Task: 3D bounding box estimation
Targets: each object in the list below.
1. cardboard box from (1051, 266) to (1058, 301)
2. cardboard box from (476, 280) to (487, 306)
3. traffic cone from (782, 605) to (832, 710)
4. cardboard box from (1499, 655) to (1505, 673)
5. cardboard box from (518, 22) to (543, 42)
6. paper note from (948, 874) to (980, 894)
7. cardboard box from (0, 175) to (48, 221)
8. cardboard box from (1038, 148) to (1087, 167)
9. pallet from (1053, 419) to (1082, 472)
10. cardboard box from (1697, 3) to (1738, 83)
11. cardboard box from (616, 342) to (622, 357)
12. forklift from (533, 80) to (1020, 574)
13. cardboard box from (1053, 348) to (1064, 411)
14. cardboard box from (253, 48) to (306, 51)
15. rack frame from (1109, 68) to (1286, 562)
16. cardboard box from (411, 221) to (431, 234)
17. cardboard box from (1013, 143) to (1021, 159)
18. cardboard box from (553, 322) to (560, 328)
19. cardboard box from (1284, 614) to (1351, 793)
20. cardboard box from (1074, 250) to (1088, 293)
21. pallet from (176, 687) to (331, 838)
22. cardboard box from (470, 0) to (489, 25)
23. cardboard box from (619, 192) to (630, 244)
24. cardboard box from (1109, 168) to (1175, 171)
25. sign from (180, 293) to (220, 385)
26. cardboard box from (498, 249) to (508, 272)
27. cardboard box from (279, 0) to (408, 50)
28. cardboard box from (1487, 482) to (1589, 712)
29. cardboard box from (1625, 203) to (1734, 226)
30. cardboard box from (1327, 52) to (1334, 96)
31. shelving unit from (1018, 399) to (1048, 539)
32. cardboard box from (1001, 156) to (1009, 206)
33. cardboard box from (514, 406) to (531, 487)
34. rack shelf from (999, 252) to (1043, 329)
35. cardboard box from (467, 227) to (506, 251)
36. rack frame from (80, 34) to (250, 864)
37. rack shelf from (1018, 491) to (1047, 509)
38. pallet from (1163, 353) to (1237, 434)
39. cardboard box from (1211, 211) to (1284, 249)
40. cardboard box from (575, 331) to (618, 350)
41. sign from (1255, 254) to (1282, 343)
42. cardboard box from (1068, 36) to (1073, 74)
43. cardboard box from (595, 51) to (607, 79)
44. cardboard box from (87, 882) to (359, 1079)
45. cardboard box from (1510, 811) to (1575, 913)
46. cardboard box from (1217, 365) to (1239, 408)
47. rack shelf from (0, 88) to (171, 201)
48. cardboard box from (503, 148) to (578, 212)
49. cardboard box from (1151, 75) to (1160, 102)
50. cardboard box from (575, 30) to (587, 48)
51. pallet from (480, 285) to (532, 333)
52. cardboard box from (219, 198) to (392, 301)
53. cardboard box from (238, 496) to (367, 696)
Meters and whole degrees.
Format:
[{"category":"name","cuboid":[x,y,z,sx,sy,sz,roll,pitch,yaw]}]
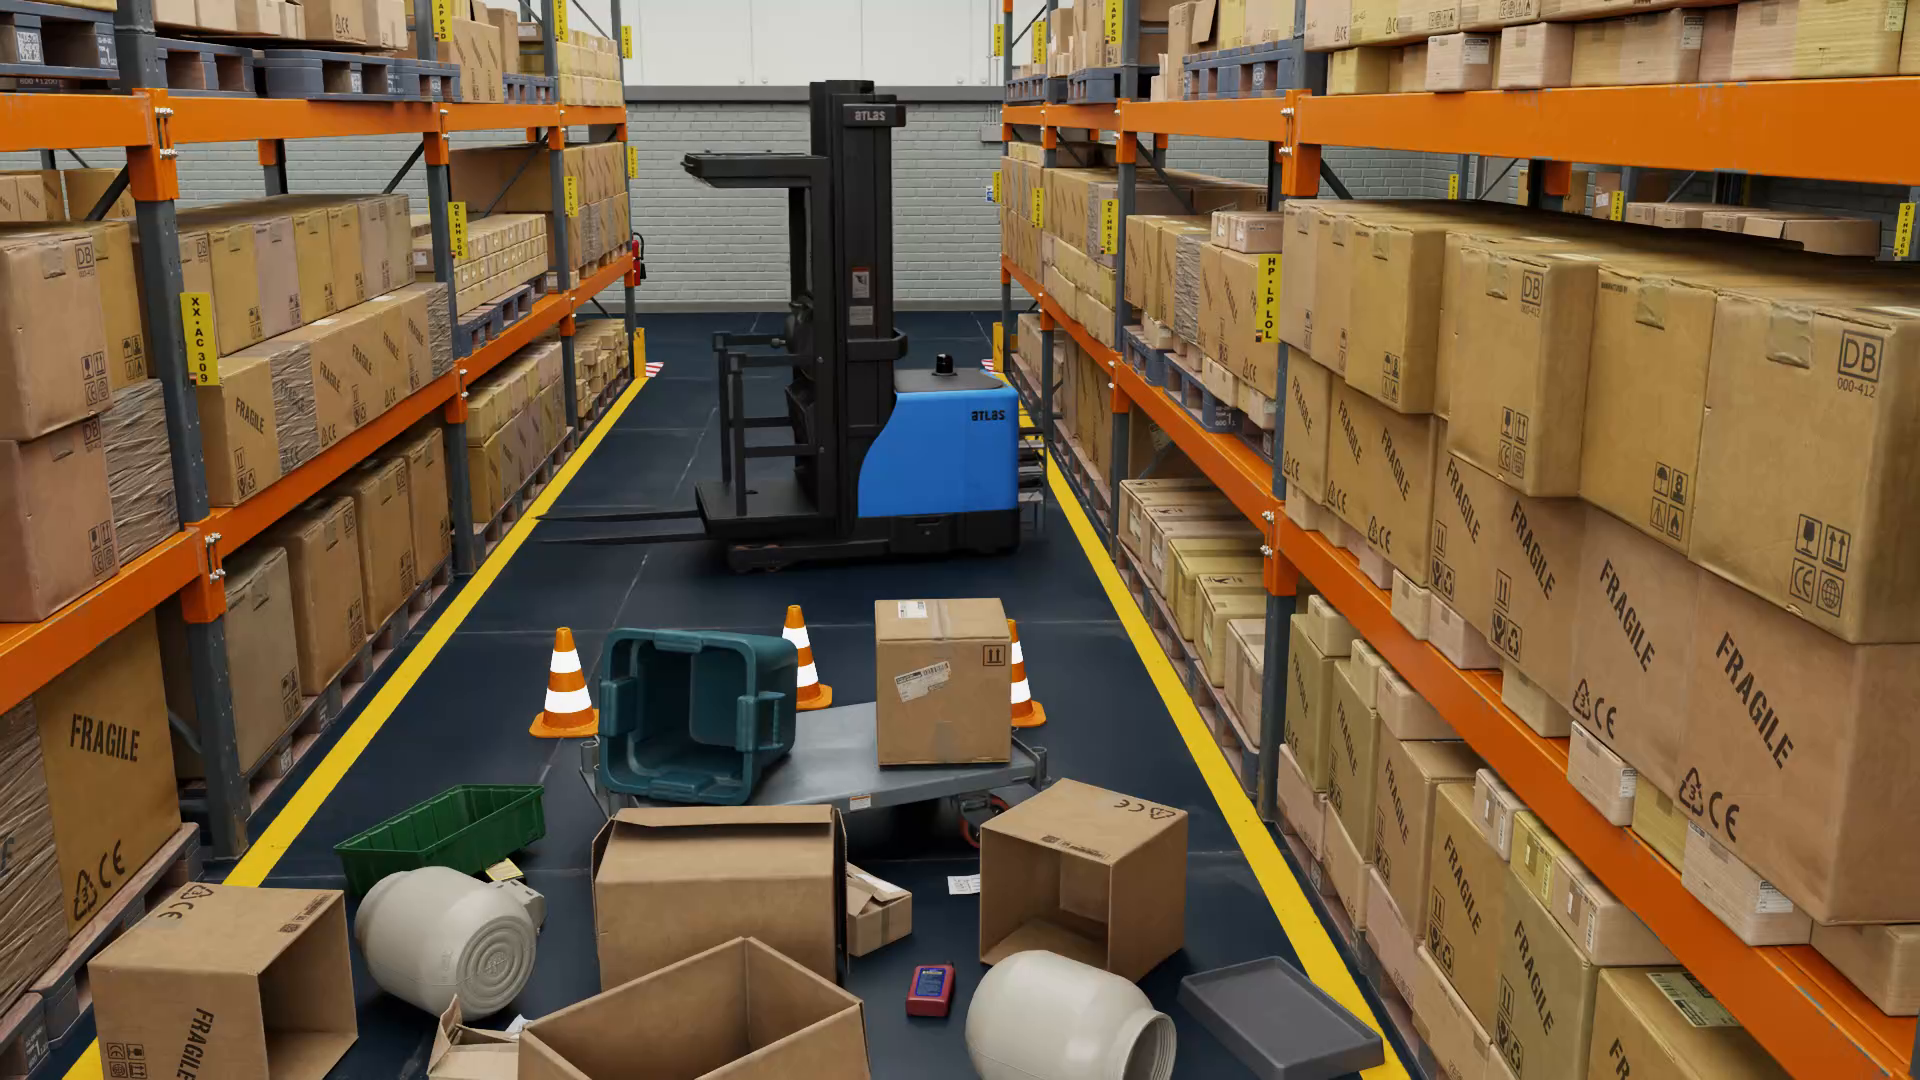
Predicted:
[{"category":"cardboard box","cuboid":[1.004,-2.017,13.146,0.500,0.250,0.500,-1,14,-5]},{"category":"cardboard box","cuboid":[-3.358,-1.632,11.012,0.380,0.149,0.250,0,14,-1]},{"category":"traffic cone","cuboid":[-0.788,0.543,7.986,0.336,0.463,0.334,-1,14,-3]},{"category":"cardboard box","cuboid":[1.639,0.304,4.328,0.380,0.149,0.250,-1,14,-3]},{"category":"cardboard box","cuboid":[-3.504,-4.121,13.502,0.380,0.149,0.250,-1,14,-4]},{"category":"paper note","cuboid":[0.033,1.254,6.091,0.148,0.019,0.142,-1,14,-3]},{"category":"cardboard box","cuboid":[-8.518,-2.988,14.819,0.500,0.500,0.500,-1,14,-5]},{"category":"cardboard box","cuboid":[0.870,-3.250,14.129,0.380,0.149,0.250,-1,14,-5]},{"category":"pallet","cuboid":[1.330,-0.790,13.674,1.003,0.211,1.213,-1,14,-3]},{"category":"cardboard box","cuboid":[1.669,-0.955,3.201,0.380,0.149,0.250,-1,14,-3]},{"category":"cardboard box","cuboid":[-3.624,-1.935,16.811,0.380,0.149,0.250,-1,15,-6]},{"category":"forklift","cuboid":[-1.187,-1.357,10.420,3.031,2.935,1.130,-3,15,-13]},{"category":"cardboard box","cuboid":[1.275,-1.452,14.949,0.875,0.438,0.875,-1,14,-4]},{"category":"cardboard box","cuboid":[-3.654,-2.713,8.667,0.500,0.311,0.500,-1,14,-3]},{"category":"rack frame","cuboid":[1.455,-1.337,10.202,1.000,3.000,0.127,-1,14,-3]},{"category":"cardboard box","cuboid":[-4.112,-2.300,12.412,0.380,0.149,0.250,-1,14,-4]},{"category":"cardboard box","cuboid":[0.728,-3.885,16.597,0.380,0.149,0.250,-1,14,-5]},{"category":"cardboard box","cuboid":[-4.145,-2.133,16.983,0.380,0.149,0.250,-1,14,-2]},{"category":"cardboard box","cuboid":[1.470,0.574,5.946,0.500,0.500,0.500,0,14,-1]},{"category":"cardboard box","cuboid":[1.084,-1.877,11.600,0.500,0.250,0.500,-1,14,-5]},{"category":"pallet","cuboid":[-3.355,0.919,7.030,1.003,0.211,1.213,-1,14,-3]},{"category":"cardboard box","cuboid":[-3.763,-3.550,11.734,0.797,0.503,0.637,-1,14,-4]},{"category":"cardboard box","cuboid":[-3.690,-3.309,17.072,0.500,0.500,0.500,-1,14,-2]},{"category":"cardboard box","cuboid":[1.485,-2.757,13.514,0.500,0.500,0.500,0,14,-2]},{"category":"sign","cuboid":[-2.678,-0.707,5.858,0.100,0.325,0.005,-1,14,-3]},{"category":"cardboard box","cuboid":[-3.411,-1.972,11.734,0.380,0.149,0.250,0,14,-1]},{"category":"cardboard box","cuboid":[-3.115,-2.641,8.387,0.500,0.311,0.500,-1,14,-3]},{"category":"cardboard box","cuboid":[1.588,0.081,3.896,0.500,0.500,0.500,-1,14,-4]},{"category":"cardboard box","cuboid":[5.968,-2.537,13.824,0.700,0.500,0.500,-1,14,-2]},{"category":"cardboard box","cuboid":[1.475,-1.591,5.674,0.380,0.149,0.250,-1,14,-4]},{"category":"shelving unit","cuboid":[0.430,-0.465,11.030,0.258,0.900,0.210,-4,15,-14]},{"category":"cardboard box","cuboid":[0.705,-3.735,17.317,0.500,0.500,0.500,-1,14,-5]},{"category":"cardboard box","cuboid":[-3.340,-0.660,11.747,0.500,0.500,0.500,-1,14,-5]},{"category":"rack shelf","cuboid":[1.083,-2.481,16.091,1.077,0.370,4.000,-1,14,-3]},{"category":"cardboard box","cuboid":[-3.409,-2.112,11.682,0.380,0.149,0.250,-1,14,-4]},{"category":"rack frame","cuboid":[-3.232,-0.240,5.941,1.000,3.000,0.127,-1,14,-3]},{"category":"rack shelf","cuboid":[0.430,-0.259,11.083,0.258,0.077,0.200,-4,15,-14]},{"category":"pallet","cuboid":[1.618,-0.752,8.315,1.003,0.211,1.213,-1,14,-3]},{"category":"cardboard box","cuboid":[1.353,-1.402,7.514,0.380,0.149,0.250,-2,15,-6]},{"category":"cardboard box","cuboid":[-3.563,-1.951,16.273,0.380,0.149,0.250,0,14,-1]},{"category":"sign","cuboid":[1.149,-0.893,6.154,0.100,0.325,0.005,-1,14,-3]},{"category":"cardboard box","cuboid":[0.971,-3.463,11.872,0.396,0.266,0.258,0,14,1]},{"category":"cardboard box","cuboid":[-3.631,-4.482,15.703,0.500,0.250,0.500,-1,14,-3]},{"category":"cardboard box","cuboid":[-2.111,1.339,4.813,0.500,0.500,0.500,2,15,6]},{"category":"cardboard box","cuboid":[1.538,0.756,3.938,0.380,0.149,0.250,-1,14,-3]},{"category":"cardboard box","cuboid":[1.345,-0.677,7.298,0.380,0.149,0.250,-1,14,-4]},{"category":"rack shelf","cuboid":[-3.108,-0.847,3.723,1.077,0.370,4.000,-1,14,-3]},{"category":"cardboard box","cuboid":[-3.512,-3.023,13.950,0.500,0.500,0.500,-1,14,-2]},{"category":"cardboard box","cuboid":[1.305,-2.587,9.545,0.380,0.149,0.250,-1,14,-3]},{"category":"cardboard box","cuboid":[-3.537,-4.449,14.776,0.380,0.149,0.250,0,14,-1]},{"category":"pallet","cuboid":[-3.643,-1.634,11.742,1.003,0.211,1.213,-1,14,-3]},{"category":"cardboard box","cuboid":[-3.429,-1.530,8.747,0.700,0.500,0.500,-1,14,-4]},{"category":"cardboard box","cuboid":[-3.416,0.253,7.696,1.050,0.750,0.750,-1,14,-3]}]
